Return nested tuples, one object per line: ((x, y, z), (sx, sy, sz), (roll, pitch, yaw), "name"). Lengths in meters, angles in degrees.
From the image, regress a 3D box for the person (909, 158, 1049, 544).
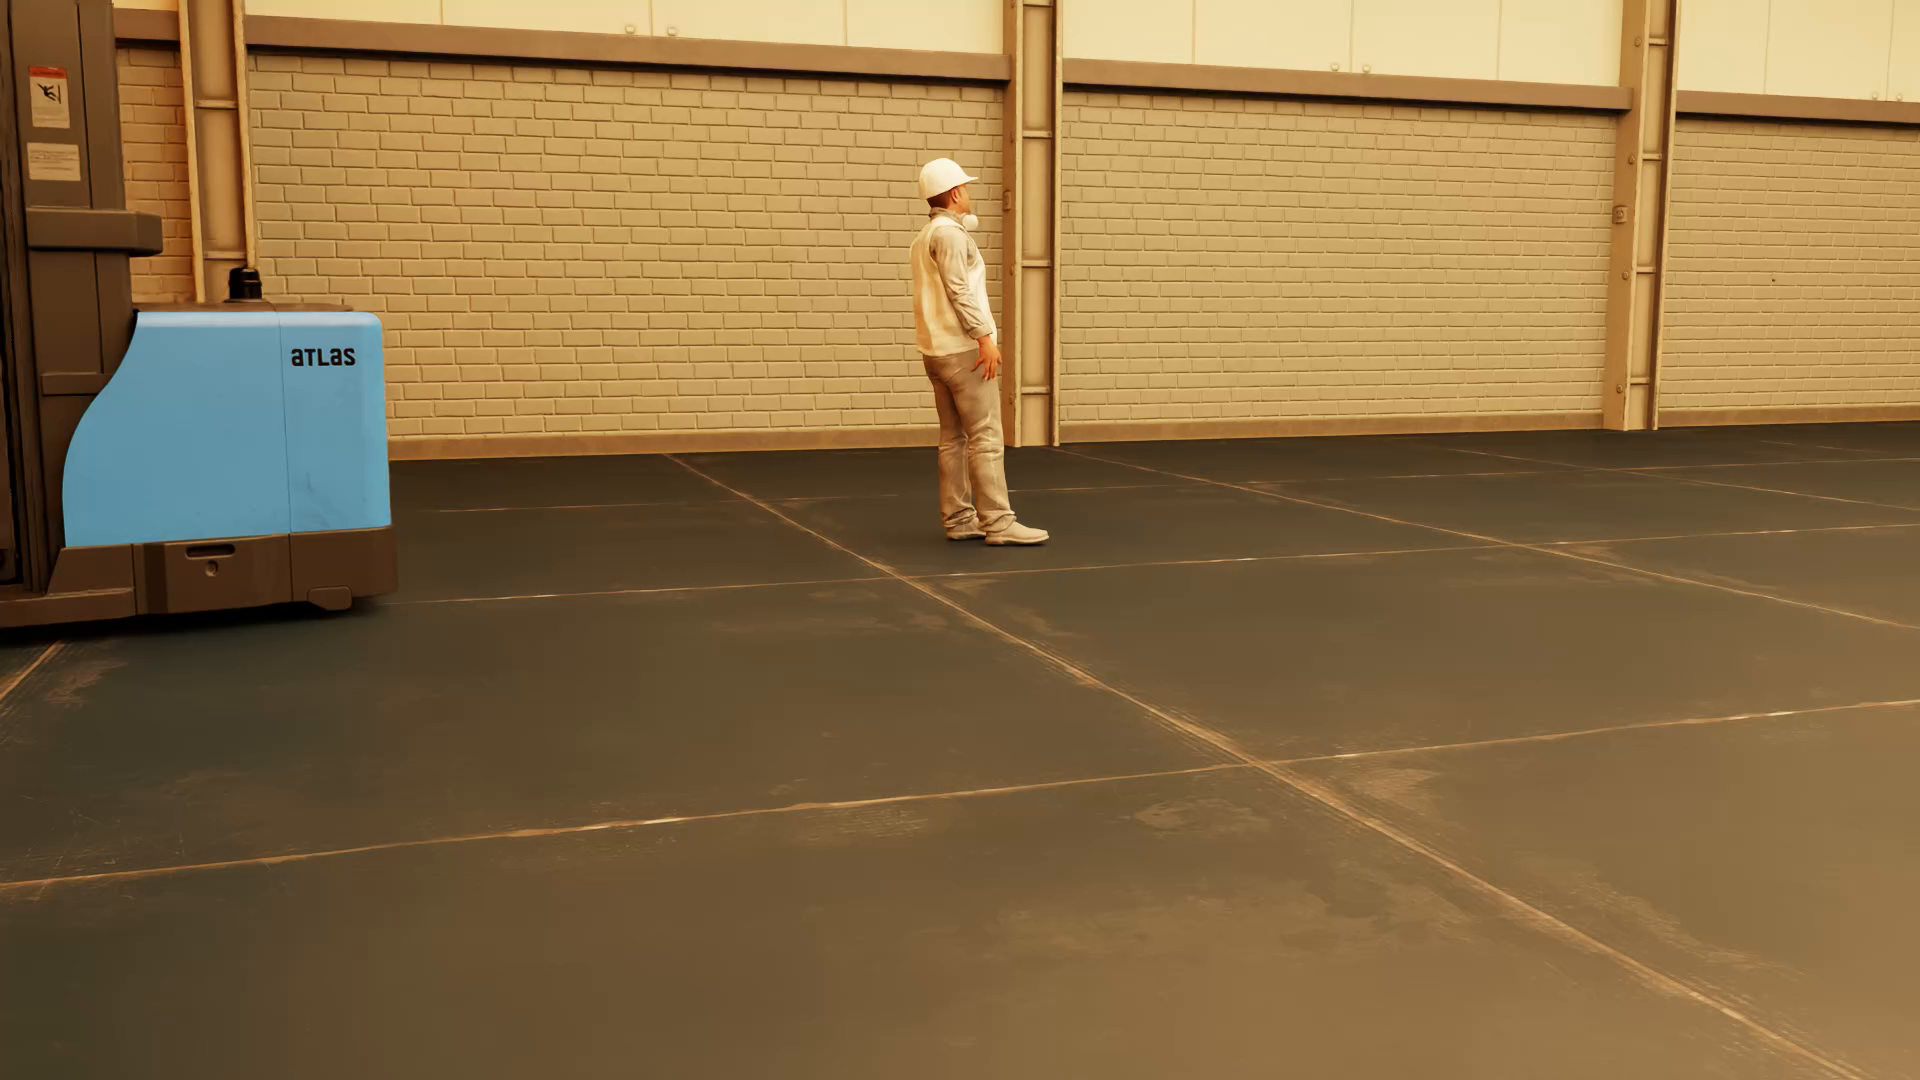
((0.061, -0.888, 7.815), (0.568, 1.773, 0.632), (-3, 8, -18), "person")

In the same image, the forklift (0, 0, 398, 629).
((-3.568, -1.145, 5.464), (3.031, 2.935, 1.130), (-5, 9, -31), "forklift")
